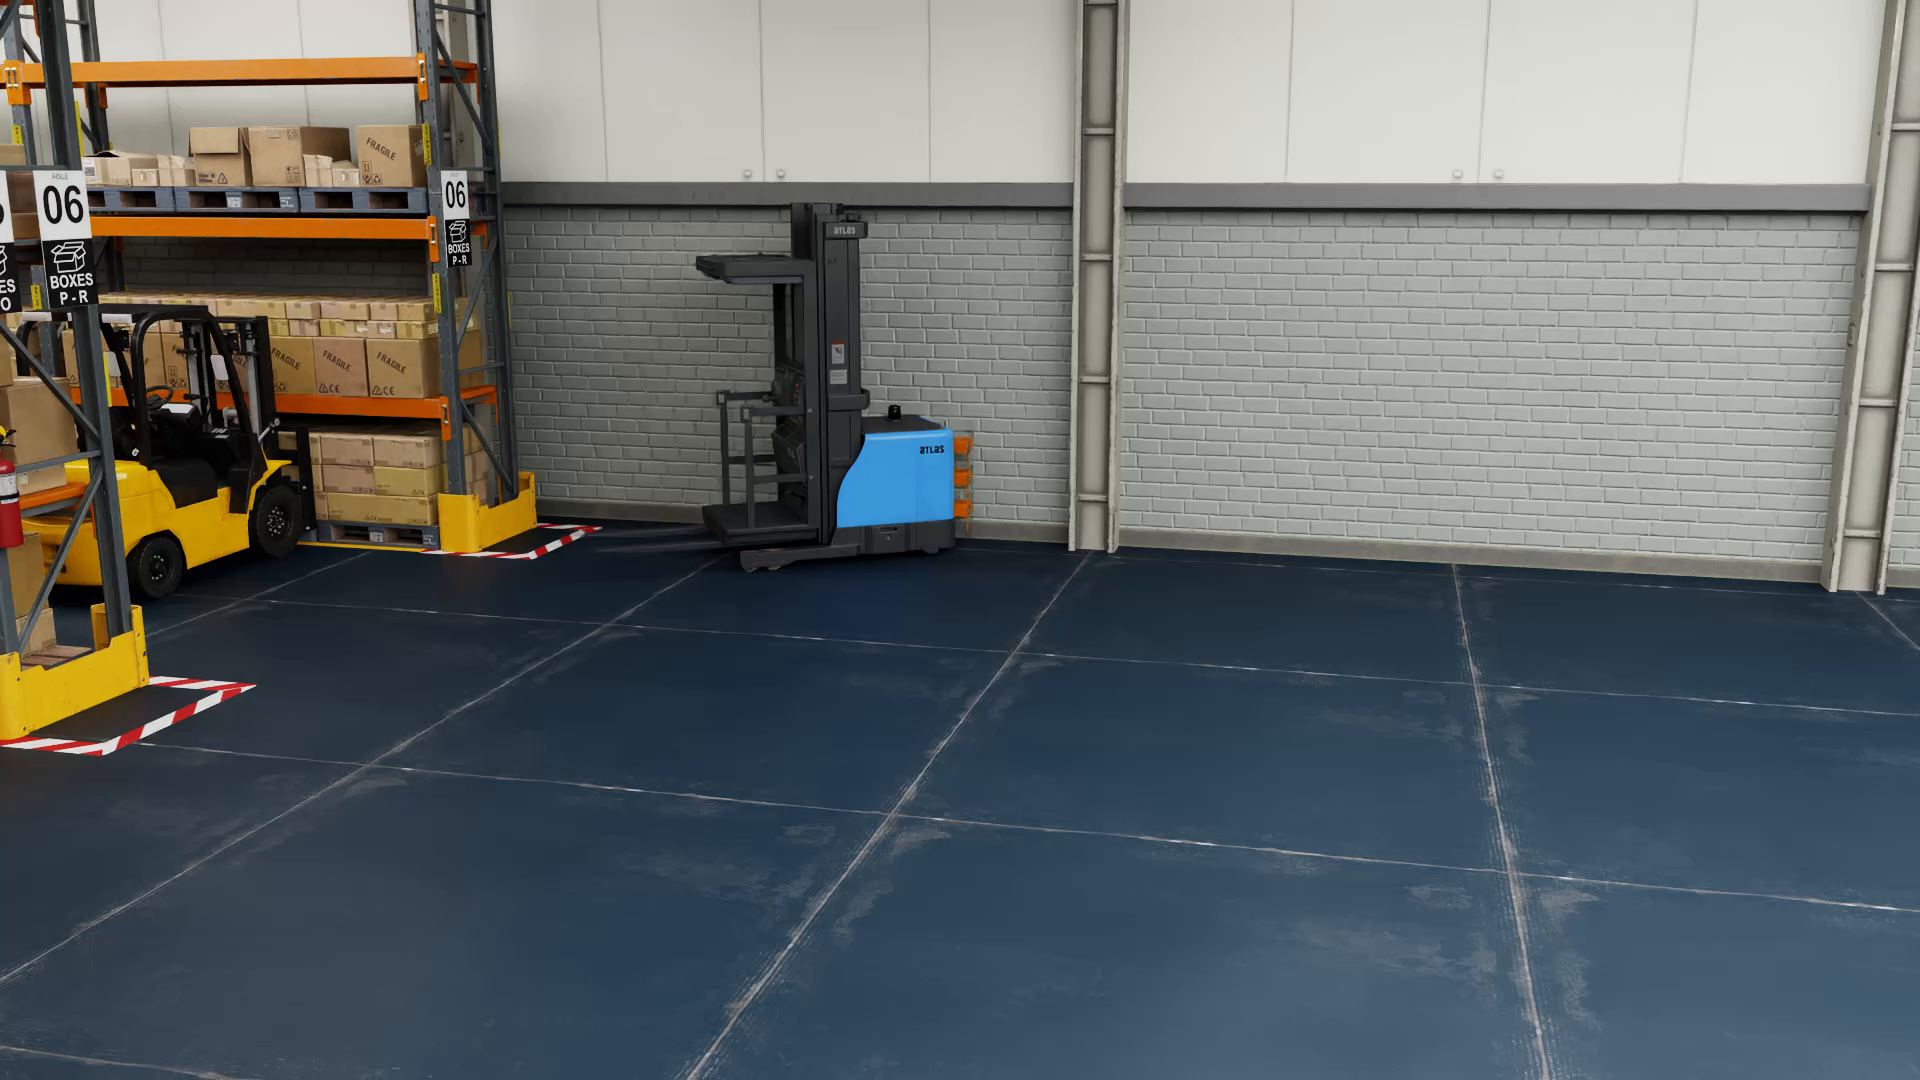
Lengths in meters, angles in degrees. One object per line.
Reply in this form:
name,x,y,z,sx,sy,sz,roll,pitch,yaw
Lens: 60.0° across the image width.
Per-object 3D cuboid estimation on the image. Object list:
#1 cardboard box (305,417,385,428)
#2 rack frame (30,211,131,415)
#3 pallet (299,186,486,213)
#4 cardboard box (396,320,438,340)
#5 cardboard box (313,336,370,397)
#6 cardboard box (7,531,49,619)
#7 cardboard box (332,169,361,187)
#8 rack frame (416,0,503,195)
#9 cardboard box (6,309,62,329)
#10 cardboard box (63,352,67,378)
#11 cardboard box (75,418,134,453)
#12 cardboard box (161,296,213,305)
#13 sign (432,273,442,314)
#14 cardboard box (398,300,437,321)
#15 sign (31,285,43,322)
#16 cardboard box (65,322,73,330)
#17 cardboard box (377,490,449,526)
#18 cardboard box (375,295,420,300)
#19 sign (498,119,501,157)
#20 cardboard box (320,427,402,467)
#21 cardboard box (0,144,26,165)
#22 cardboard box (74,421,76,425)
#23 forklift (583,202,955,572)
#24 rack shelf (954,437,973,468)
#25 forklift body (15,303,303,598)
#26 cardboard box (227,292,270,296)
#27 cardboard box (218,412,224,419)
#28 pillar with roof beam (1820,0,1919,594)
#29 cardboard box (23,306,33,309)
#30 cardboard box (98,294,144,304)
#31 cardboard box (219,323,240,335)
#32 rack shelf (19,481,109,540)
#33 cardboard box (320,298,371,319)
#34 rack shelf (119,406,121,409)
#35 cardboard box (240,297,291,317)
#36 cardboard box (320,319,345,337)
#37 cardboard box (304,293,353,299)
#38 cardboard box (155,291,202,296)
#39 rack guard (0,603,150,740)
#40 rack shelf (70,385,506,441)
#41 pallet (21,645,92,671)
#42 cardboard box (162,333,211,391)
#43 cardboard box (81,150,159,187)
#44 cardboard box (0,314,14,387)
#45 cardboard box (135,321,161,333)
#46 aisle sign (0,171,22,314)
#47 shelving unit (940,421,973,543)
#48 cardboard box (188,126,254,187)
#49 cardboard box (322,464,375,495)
cardboard box,-5.595,-0.952,15.171,0.500,0.250,0.500,3,13,13
rack frame,-8.089,-1.691,15.430,0.127,3.000,1.000,3,13,14
pallet,-4.885,-2.947,14.369,1.213,0.211,1.003,3,13,14
cardboard box,-4.609,-1.808,14.229,0.250,0.149,0.380,3,13,14
cardboard box,-5.247,-1.531,14.480,0.500,0.500,0.500,3,13,15
cardboard box,-6.131,0.231,10.416,0.500,0.500,0.500,3,13,12
cardboard box,-5.082,-3.058,14.046,0.250,0.149,0.380,3,13,12
rack frame,-4.205,-4.412,13.845,0.127,3.000,1.000,3,13,14
cardboard box,-8.474,-2.028,15.219,0.250,0.149,0.380,4,13,15
cardboard box,-8.506,-1.701,15.821,0.500,0.250,0.500,3,13,15
cardboard box,-7.694,-0.951,15.164,0.500,0.250,0.500,3,13,13
cardboard box,-6.841,-2.074,14.742,0.250,0.149,0.380,3,13,13
sign,-4.349,-2.051,13.832,0.005,0.325,0.100,3,13,14
cardboard box,-4.603,-1.968,14.265,0.250,0.149,0.380,3,13,14
sign,-8.209,-2.103,14.797,0.005,0.325,0.100,3,13,14
cardboard box,-7.842,-1.985,15.025,0.250,0.149,0.380,3,13,13
cardboard box,-4.737,-0.304,14.557,0.500,0.250,0.500,3,13,14
cardboard box,-4.986,-2.088,14.804,0.250,0.149,0.380,3,13,15
sign,-4.066,-3.530,14.591,0.005,0.325,0.100,3,13,14
cardboard box,-5.224,-0.818,14.565,0.500,0.250,0.500,3,13,15
cardboard box,-5.687,-2.232,9.681,0.250,0.149,0.380,3,13,13
cardboard box,-8.598,-0.761,15.753,0.625,0.625,0.875,4,13,16
forklift,-1.614,-1.302,13.834,3.031,2.935,1.130,-4,13,-19
rack shelf,-0.028,-0.777,14.549,0.240,0.259,0.215,3,12,13
forklift body,-6.483,-0.784,13.301,1.214,2.155,2.313,3,13,14
cardboard box,-6.471,-2.175,15.198,0.250,0.149,0.380,3,13,13
cardboard box,-7.069,-1.034,15.538,0.500,0.250,0.500,3,13,13
pillar with roof beam,5.954,-3.110,7.975,0.400,9.000,9.100,3,13,14
cardboard box,-8.626,-2.145,15.747,0.250,0.149,0.380,3,13,12
cardboard box,-7.570,-2.132,15.002,0.250,0.149,0.380,3,13,14
cardboard box,-6.346,-1.900,14.645,0.250,0.149,0.380,3,13,12
rack shelf,-7.333,-0.192,10.335,4.000,0.370,1.077,3,13,14
cardboard box,-5.335,-2.011,14.458,0.250,0.149,0.380,3,13,14
rack shelf,-10.030,-1.444,15.976,4.000,0.370,1.077,3,13,14
cardboard box,-6.094,-2.047,14.618,0.250,0.149,0.380,3,13,14
cardboard box,-5.339,-1.857,14.448,0.250,0.149,0.380,3,13,13
cardboard box,-5.716,-2.147,15.069,0.250,0.149,0.380,3,13,12
cardboard box,-7.212,-2.216,15.381,0.250,0.149,0.380,3,13,13
rack guard,-5.465,0.777,10.077,0.348,0.500,1.175,3,13,14
rack shelf,-6.147,-1.236,15.040,4.000,0.370,1.077,3,13,14
pallet,-6.245,0.868,10.332,1.213,0.211,1.003,3,13,14
cardboard box,-6.719,-1.612,14.845,0.500,0.500,0.500,3,13,13
cardboard box,-7.339,-3.271,14.633,0.500,0.311,0.500,3,13,15
cardboard box,-5.939,-1.102,9.550,0.500,0.500,0.700,3,13,12
cardboard box,-7.109,-1.935,14.804,0.250,0.149,0.380,3,13,15
aisle sign,-5.400,-1.644,9.218,0.004,0.787,0.394,3,13,14
shelving unit,-0.028,-0.510,14.606,0.252,1.050,0.215,3,12,13
cardboard box,-6.223,-3.336,14.482,0.637,0.503,0.797,3,13,15
cardboard box,-5.237,-0.578,14.638,0.500,0.250,0.500,3,13,13
